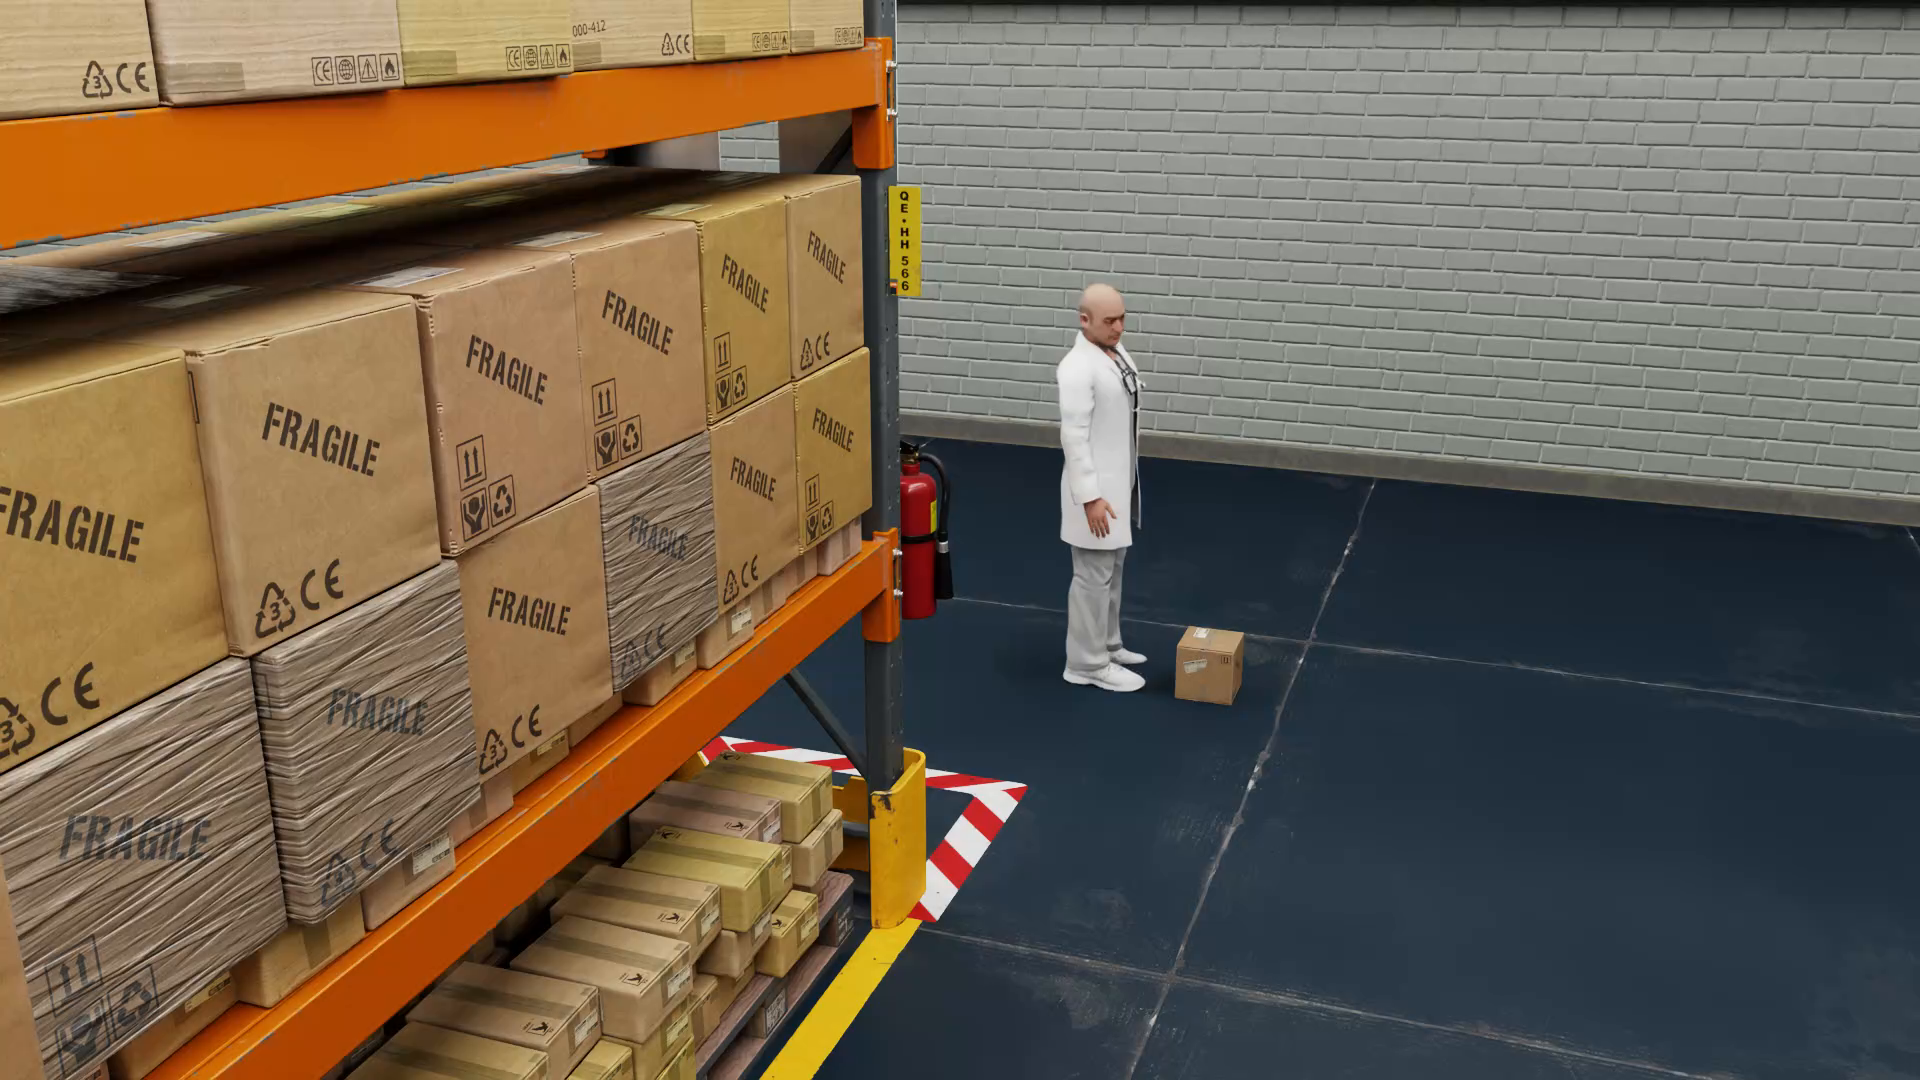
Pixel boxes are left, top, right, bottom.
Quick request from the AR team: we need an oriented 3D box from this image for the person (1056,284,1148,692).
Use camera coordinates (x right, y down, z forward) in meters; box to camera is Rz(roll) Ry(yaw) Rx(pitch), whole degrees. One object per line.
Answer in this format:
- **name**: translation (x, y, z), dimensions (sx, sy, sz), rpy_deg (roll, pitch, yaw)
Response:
- **person**: translation (0.659, -0.211, 7.250), dimensions (0.412, 1.822, 0.623), rpy_deg (7, 20, 20)
